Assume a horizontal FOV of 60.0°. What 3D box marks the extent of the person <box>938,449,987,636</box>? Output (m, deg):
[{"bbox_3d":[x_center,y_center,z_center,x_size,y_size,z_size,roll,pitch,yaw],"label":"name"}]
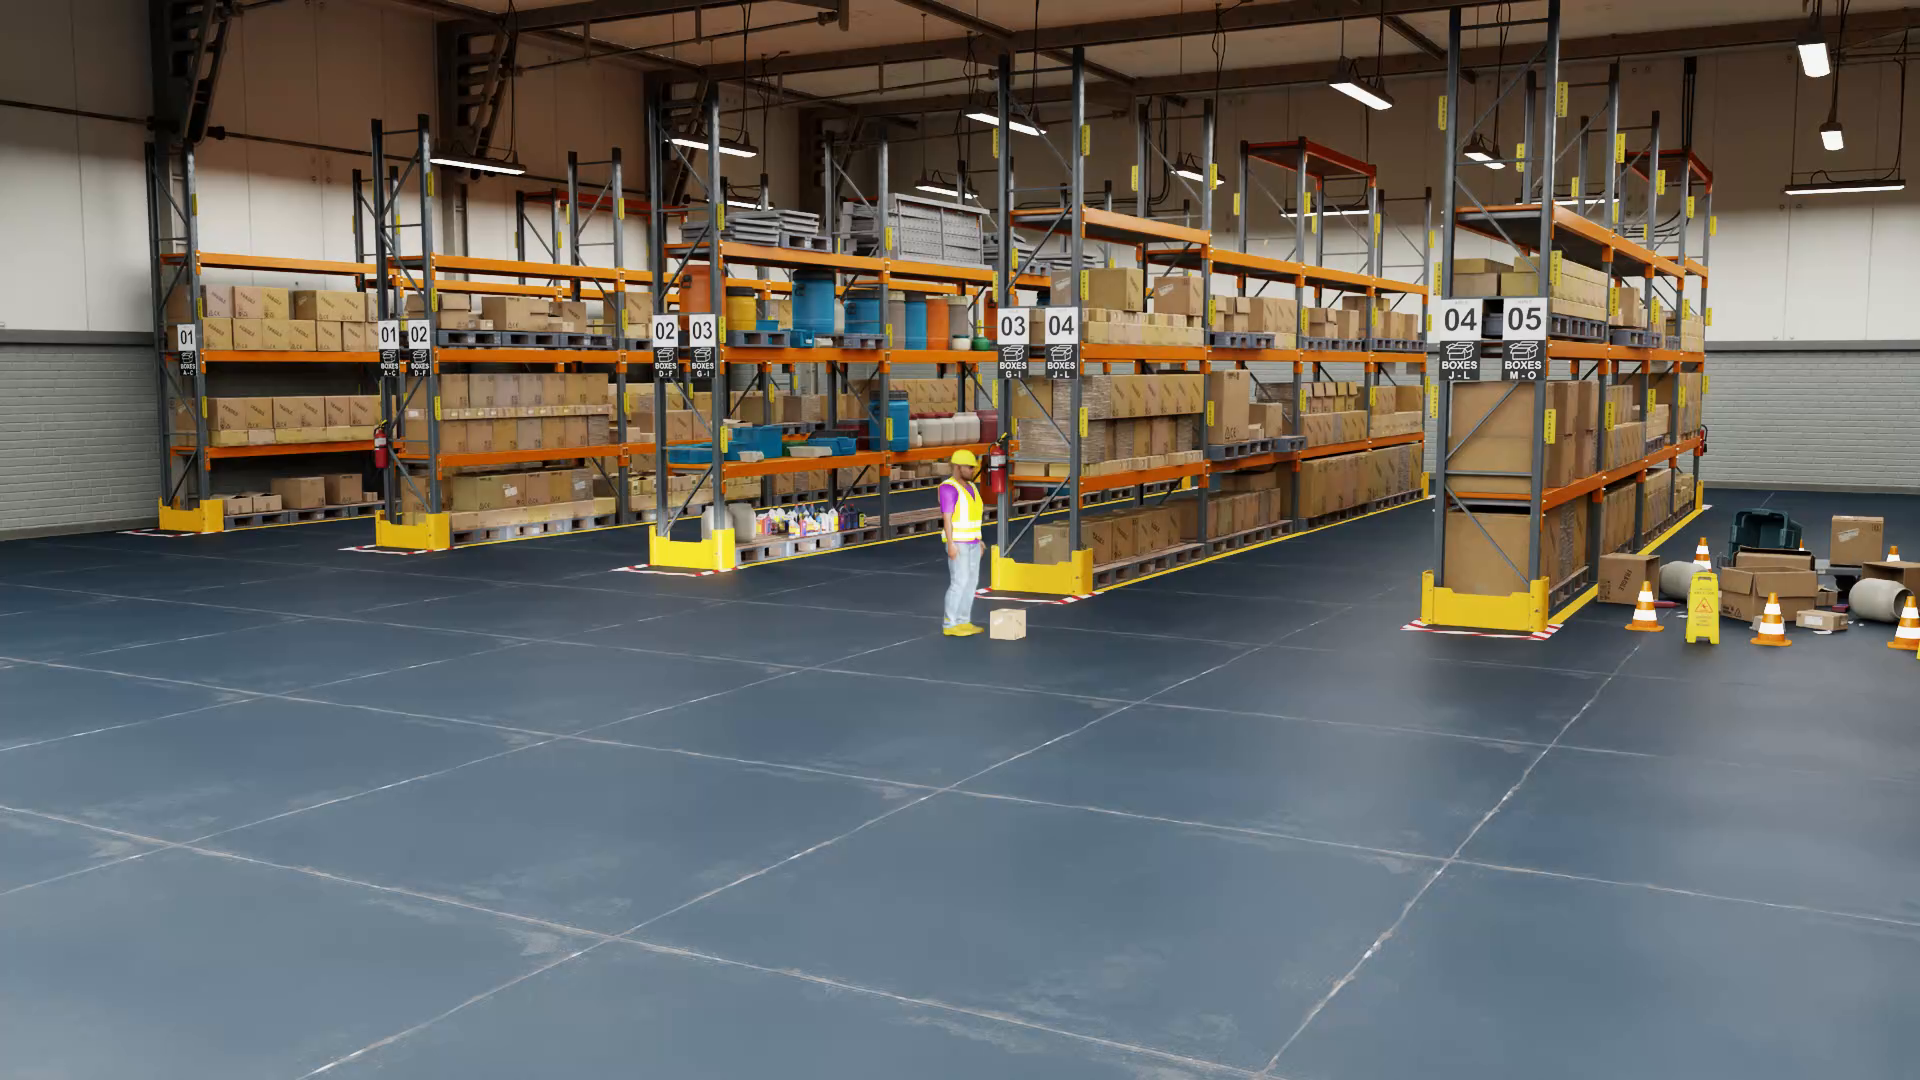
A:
[{"bbox_3d":[0.027,0.020,15.862,0.363,1.767,0.566,3,7,30],"label":"person"}]
